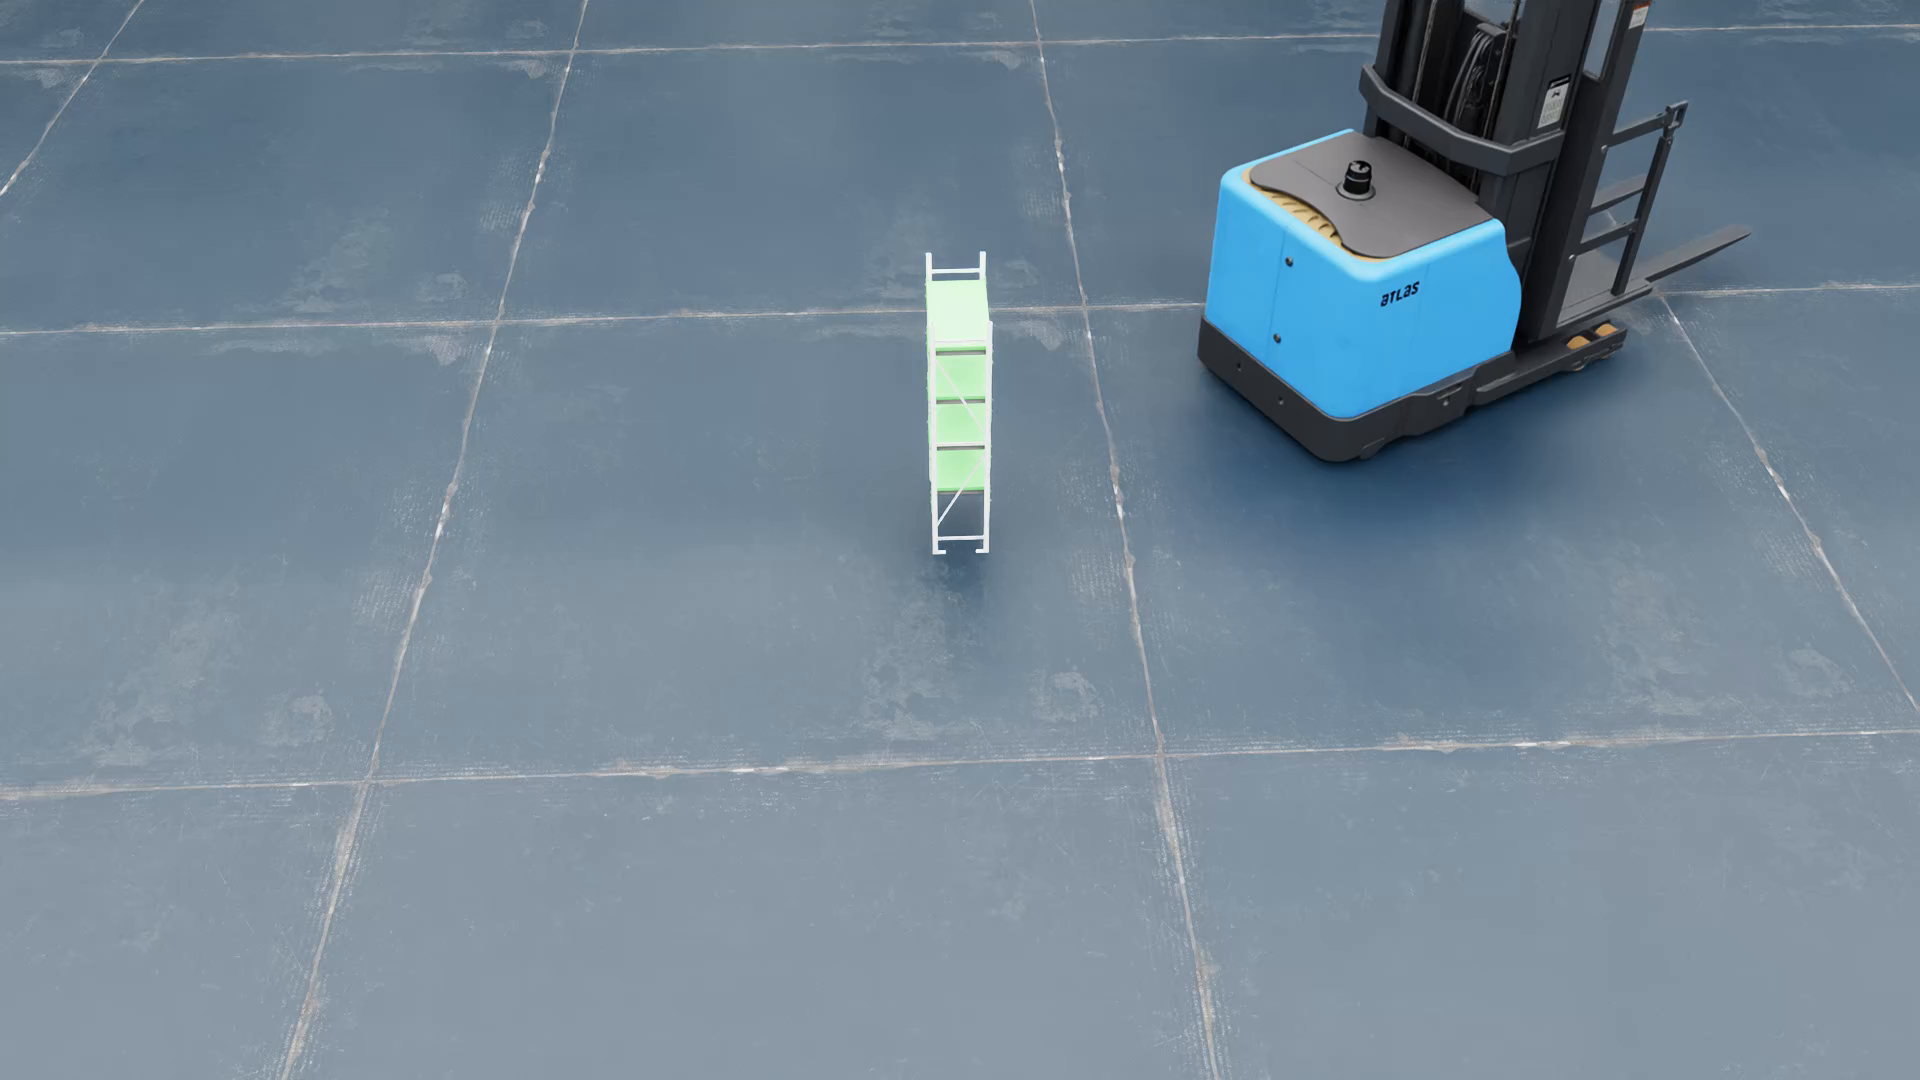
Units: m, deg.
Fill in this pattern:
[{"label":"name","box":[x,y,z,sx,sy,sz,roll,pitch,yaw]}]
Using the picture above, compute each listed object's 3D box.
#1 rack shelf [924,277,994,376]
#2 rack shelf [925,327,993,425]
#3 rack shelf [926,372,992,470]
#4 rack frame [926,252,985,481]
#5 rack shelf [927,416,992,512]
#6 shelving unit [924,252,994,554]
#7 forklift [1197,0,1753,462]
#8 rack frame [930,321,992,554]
[{"label":"rack shelf","box":[-0.007,-0.861,6.685,0.258,0.148,0.480,-2,43,-2]},{"label":"rack shelf","box":[-0.007,-0.684,6.848,0.258,0.148,0.480,-2,43,-2]},{"label":"rack shelf","box":[-0.007,-0.507,7.010,0.258,0.148,0.480,-2,43,-2]},{"label":"rack frame","box":[-0.017,-0.719,7.146,0.240,1.200,0.015,-2,43,-2]},{"label":"rack shelf","box":[-0.007,-0.330,7.172,0.258,0.148,0.480,-2,43,-2]},{"label":"shelving unit","box":[-0.007,-0.554,6.966,0.258,1.200,0.503,-2,43,-2]},{"label":"forklift","box":[2.683,-2.193,7.473,3.031,2.935,1.130,-23,47,-23]},{"label":"rack frame","box":[0.003,-0.389,6.787,0.240,1.200,0.015,-2,43,-2]}]
